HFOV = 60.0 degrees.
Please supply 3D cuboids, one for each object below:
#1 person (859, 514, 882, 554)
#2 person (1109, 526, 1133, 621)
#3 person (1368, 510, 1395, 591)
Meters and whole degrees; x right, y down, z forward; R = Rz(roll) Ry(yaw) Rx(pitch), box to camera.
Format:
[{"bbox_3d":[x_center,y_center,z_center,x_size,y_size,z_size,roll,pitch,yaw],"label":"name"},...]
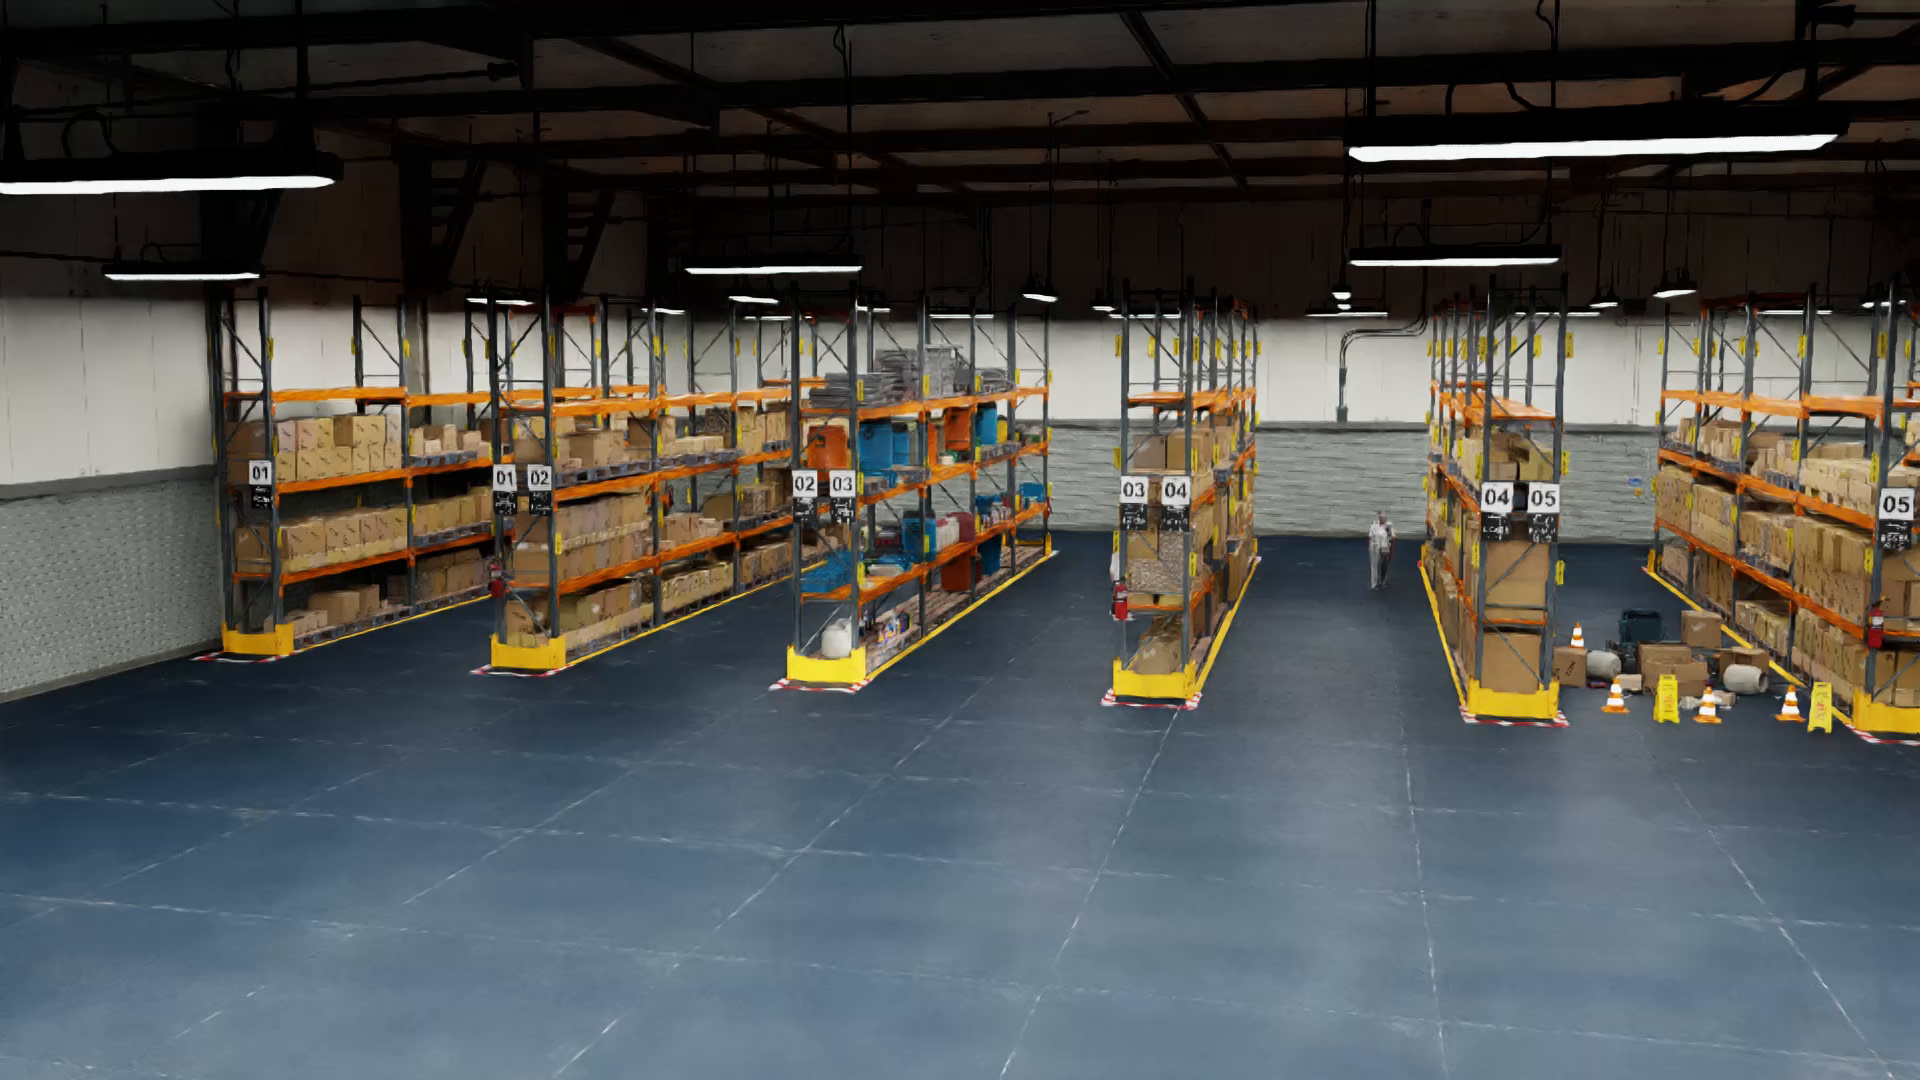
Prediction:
[{"bbox_3d":[-1.841,0.245,34.517,0.598,1.618,0.507,1,7,12],"label":"person"},{"bbox_3d":[2.983,0.572,30.769,0.641,1.772,0.692,5,8,36],"label":"person"},{"bbox_3d":[8.753,0.193,34.505,0.540,1.676,1.120,1,7,11],"label":"person"}]
